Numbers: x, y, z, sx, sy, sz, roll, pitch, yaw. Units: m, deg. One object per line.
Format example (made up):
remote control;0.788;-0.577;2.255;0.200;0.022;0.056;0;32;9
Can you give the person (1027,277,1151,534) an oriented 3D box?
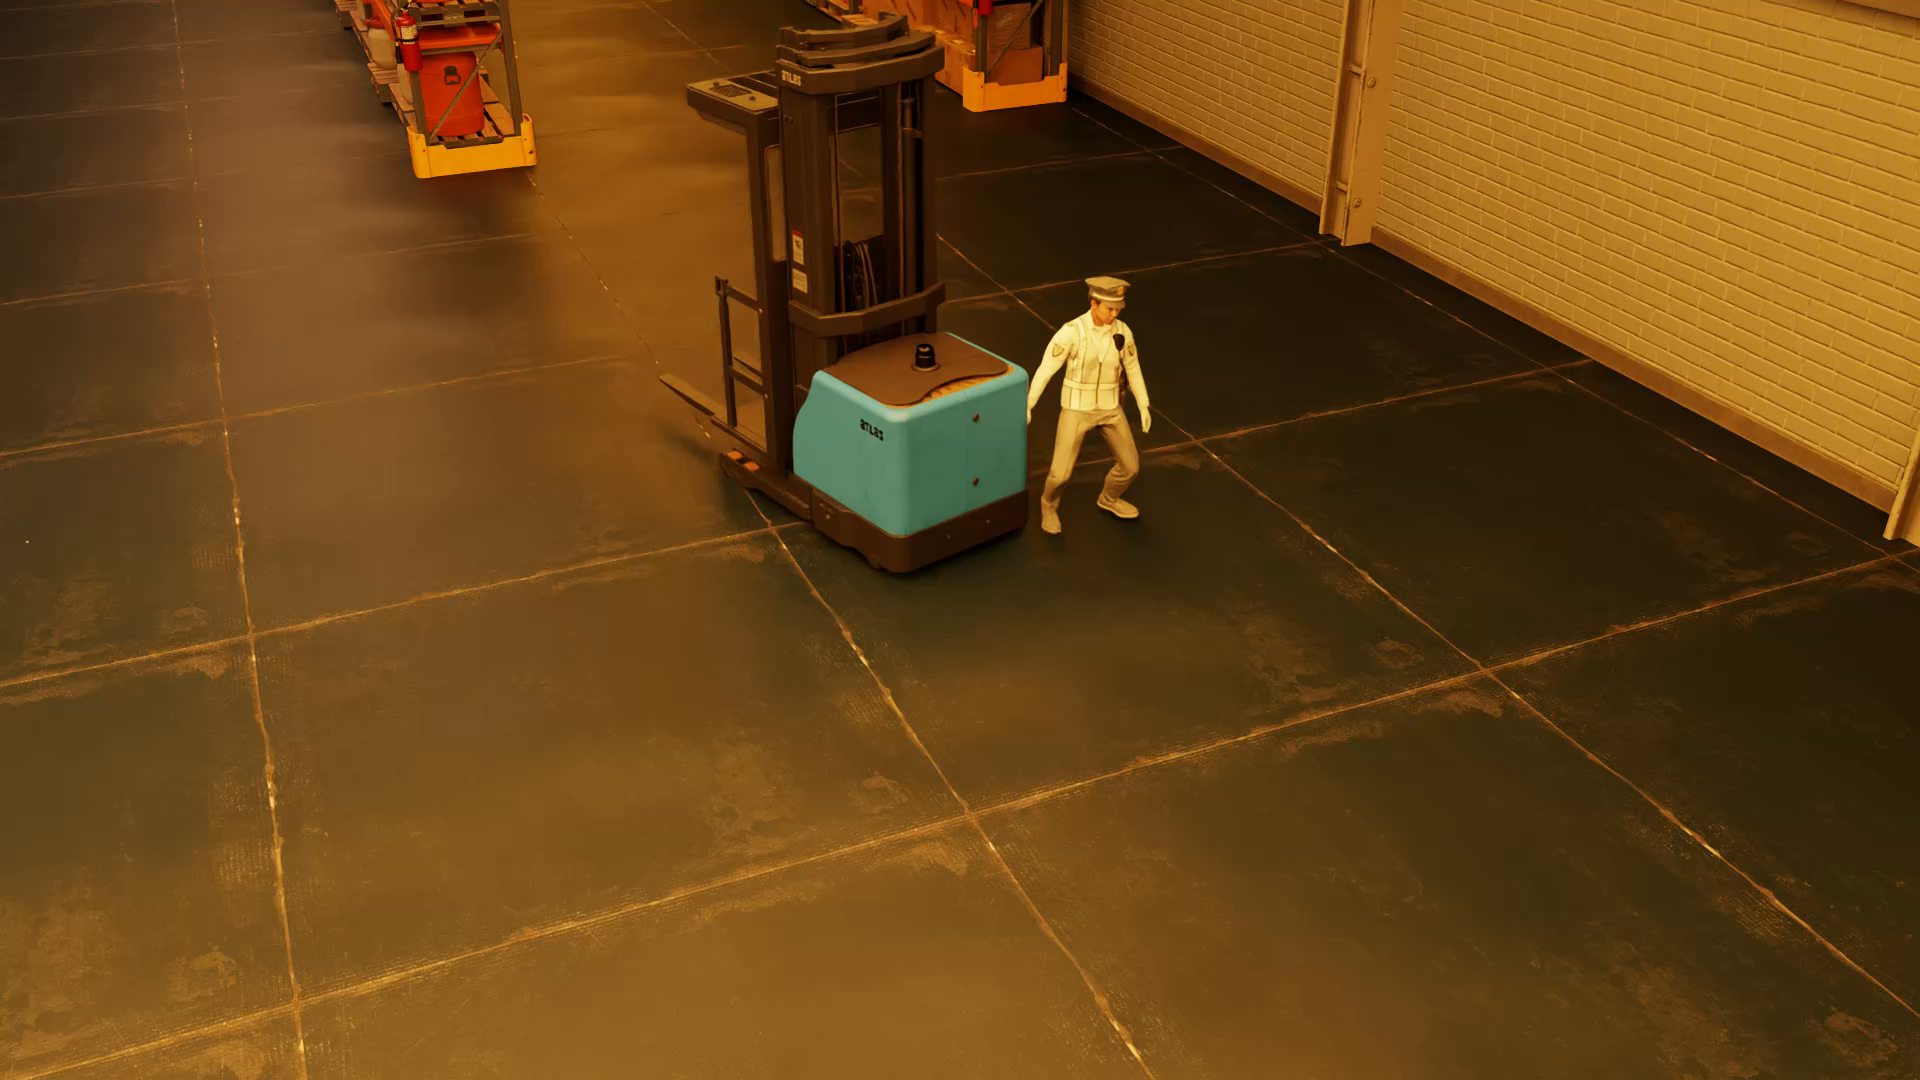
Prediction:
person;0.738;-0.782;9.840;0.789;1.622;0.392;-5;30;-9

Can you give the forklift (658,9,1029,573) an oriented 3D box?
forklift;-0.902;-1.745;10.171;1.130;2.935;3.031;-22;36;-33
